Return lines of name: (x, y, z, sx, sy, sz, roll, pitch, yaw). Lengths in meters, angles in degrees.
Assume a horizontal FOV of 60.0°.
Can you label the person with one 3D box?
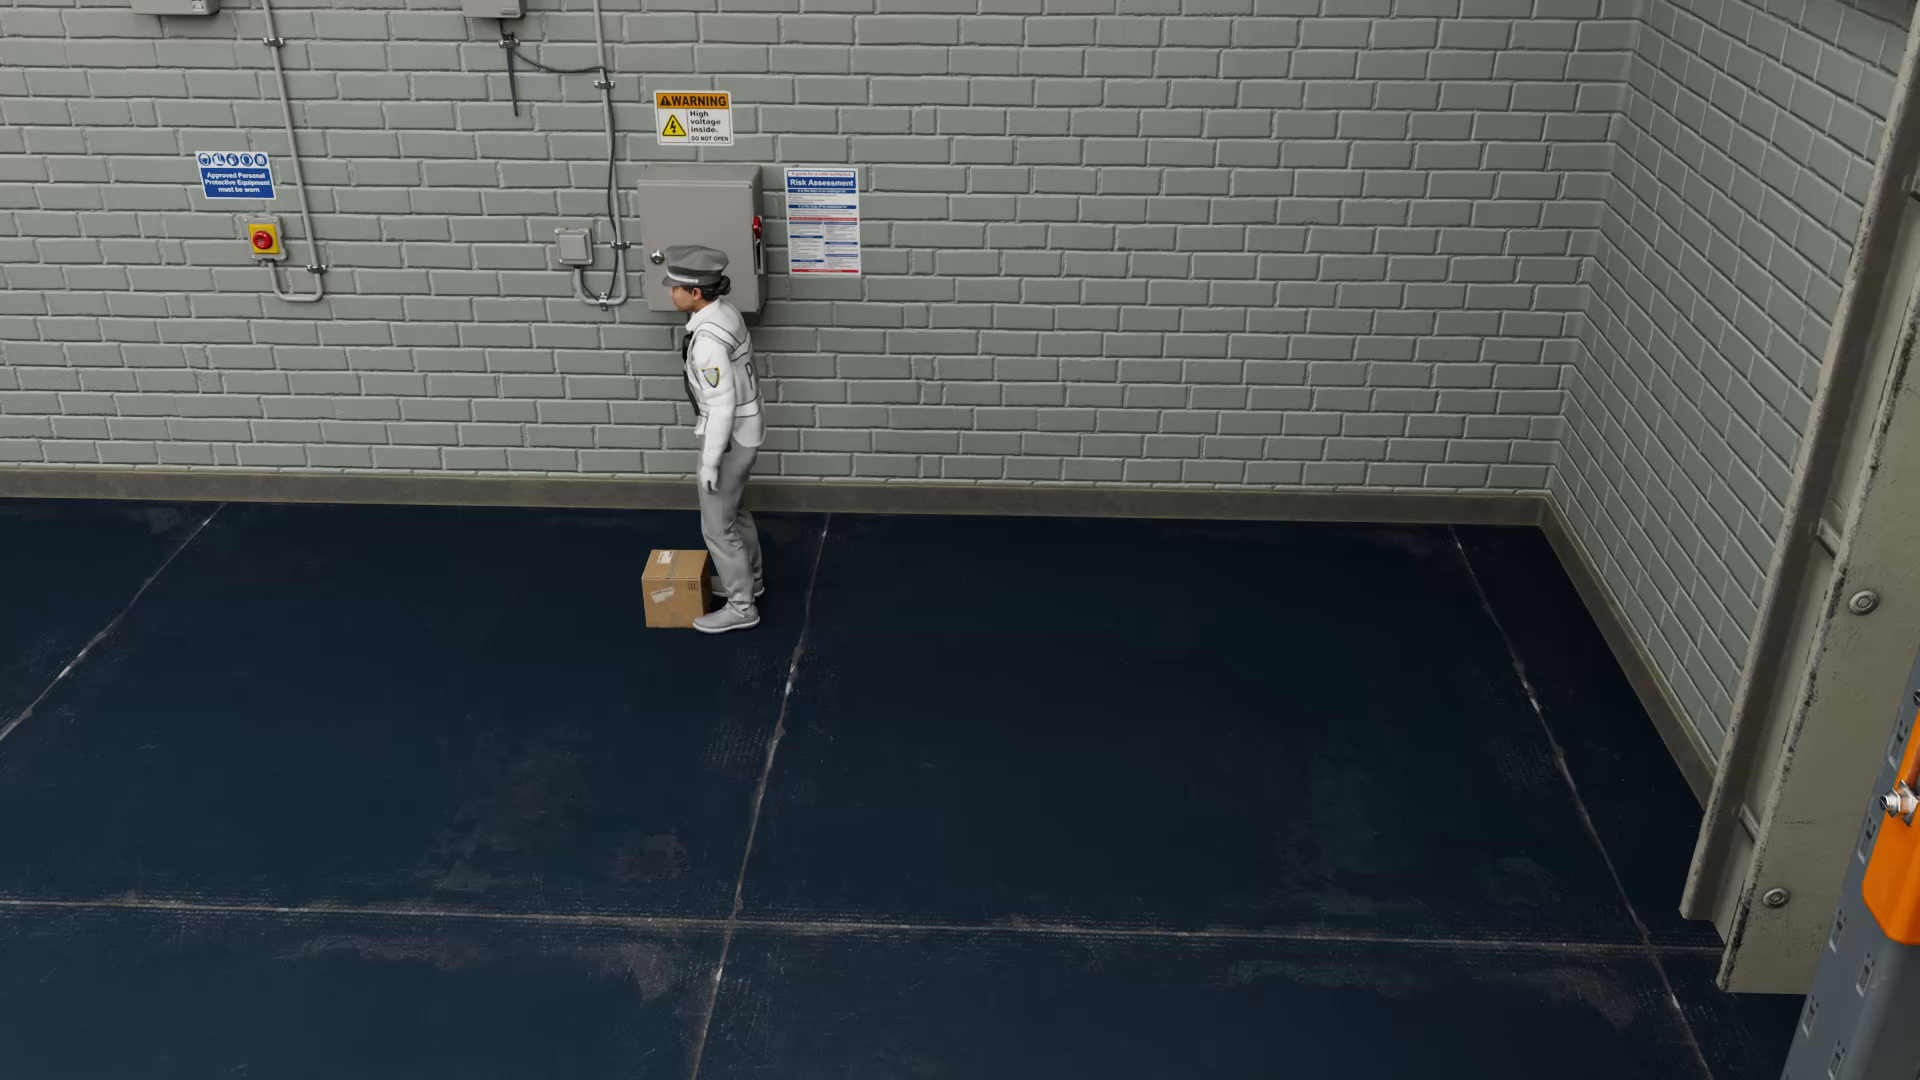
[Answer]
person: (-0.977, -0.319, 6.927, 0.353, 1.463, 0.547, -1, 28, -1)
